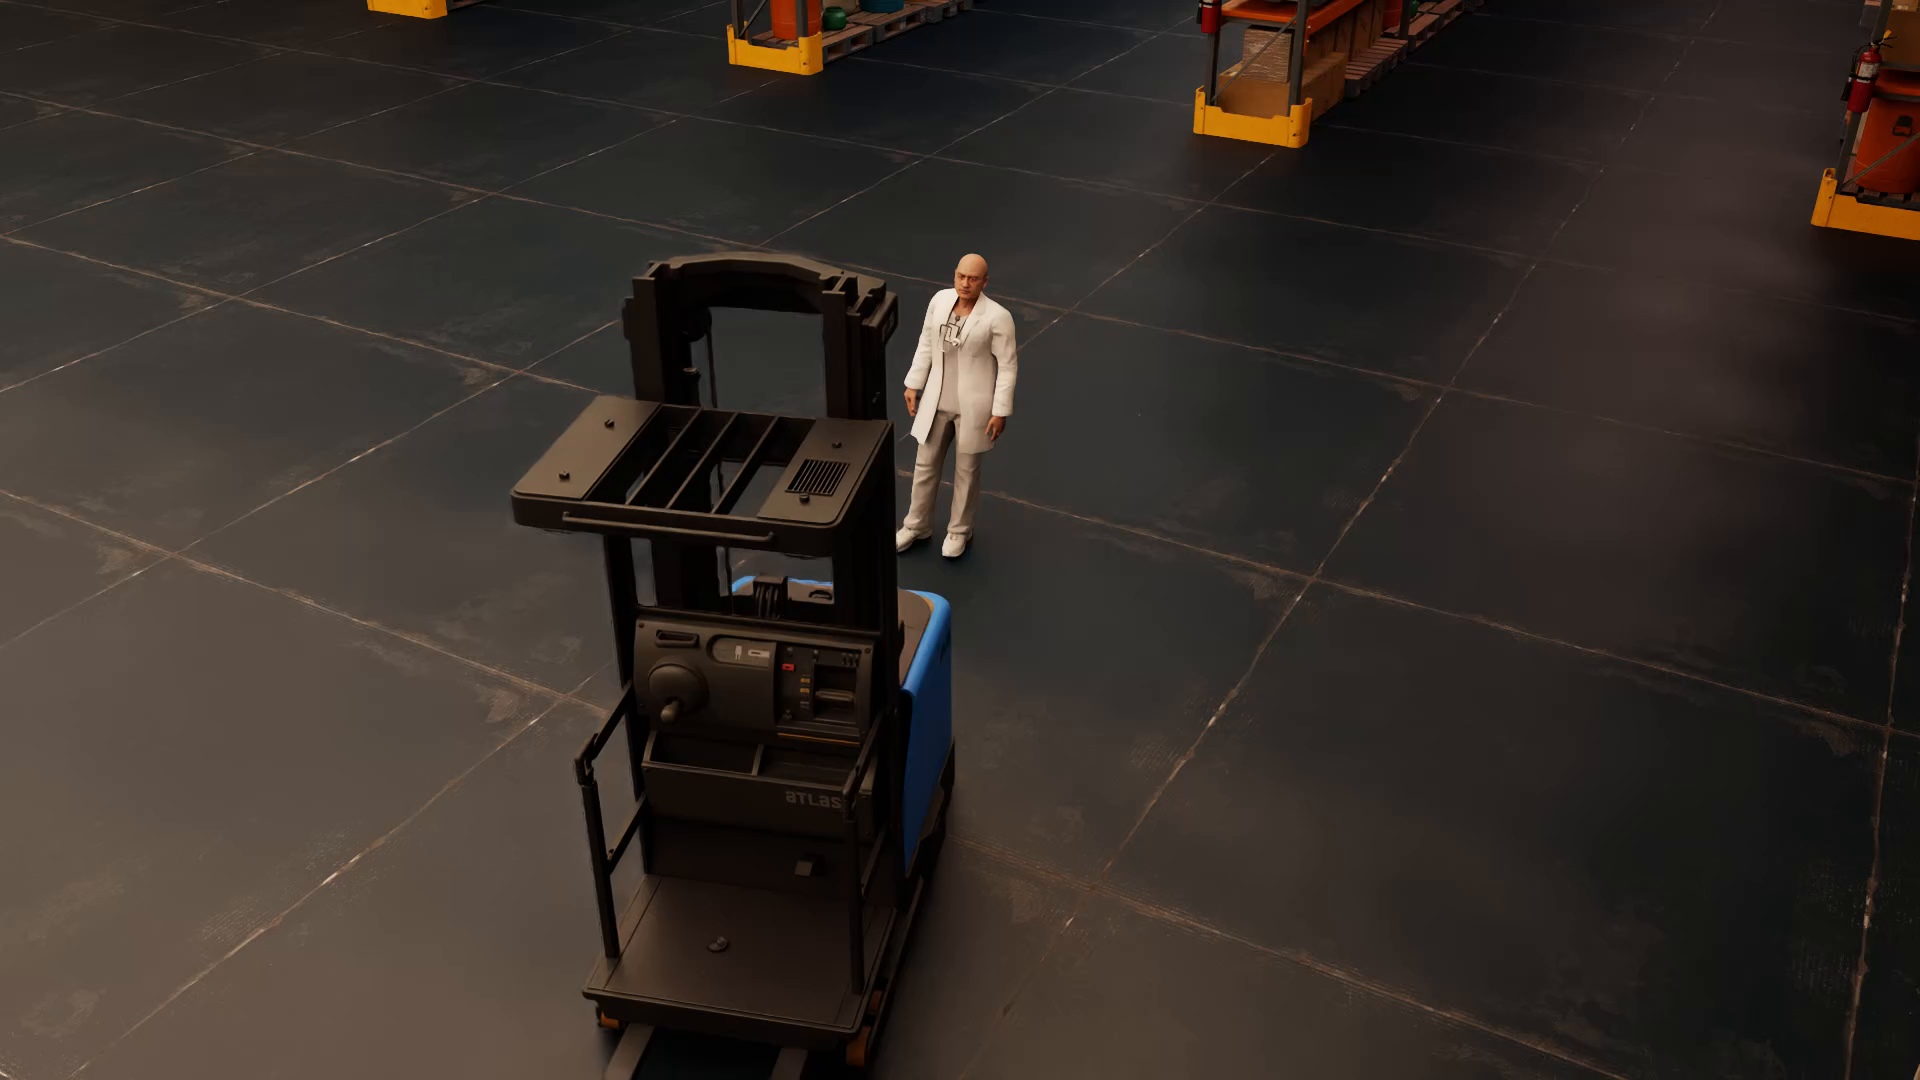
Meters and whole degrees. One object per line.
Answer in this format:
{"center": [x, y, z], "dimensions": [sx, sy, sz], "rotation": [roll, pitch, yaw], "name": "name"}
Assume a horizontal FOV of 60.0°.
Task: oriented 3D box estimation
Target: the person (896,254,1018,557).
{"center": [-0.048, -0.737, 9.487], "dimensions": [0.696, 1.778, 0.578], "rotation": [15, 33, 25], "name": "person"}

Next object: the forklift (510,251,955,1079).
{"center": [-0.819, 0.574, 6.076], "dimensions": [1.130, 2.935, 3.031], "rotation": [6, 30, 10], "name": "forklift"}
